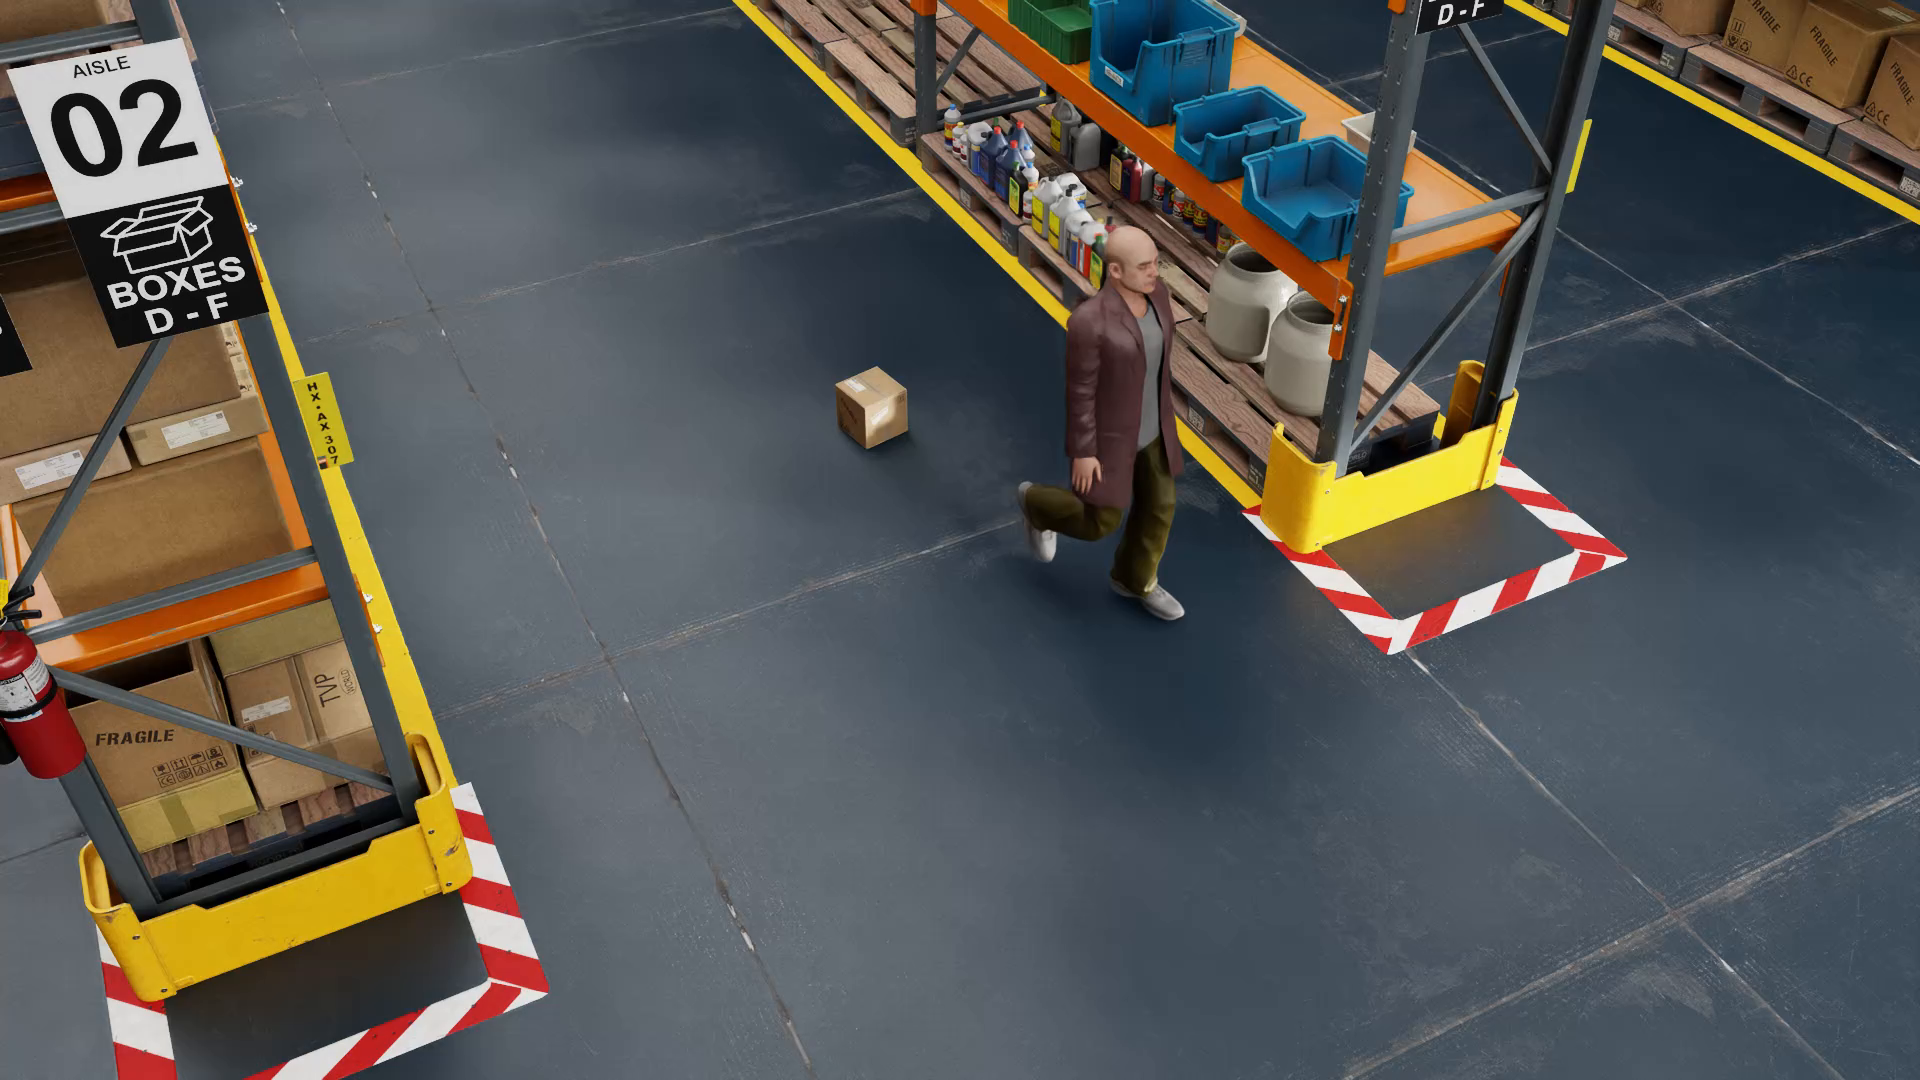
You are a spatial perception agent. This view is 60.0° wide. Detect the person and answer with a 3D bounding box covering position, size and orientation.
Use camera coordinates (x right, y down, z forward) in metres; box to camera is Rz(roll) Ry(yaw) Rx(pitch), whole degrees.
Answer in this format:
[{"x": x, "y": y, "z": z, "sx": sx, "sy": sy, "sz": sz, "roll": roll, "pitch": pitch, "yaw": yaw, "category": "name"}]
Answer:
[{"x": 0.605, "y": -0.474, "z": 6.694, "sx": 0.595, "sy": 1.756, "sz": 0.811, "roll": -30, "pitch": 49, "yaw": -30, "category": "person"}]
